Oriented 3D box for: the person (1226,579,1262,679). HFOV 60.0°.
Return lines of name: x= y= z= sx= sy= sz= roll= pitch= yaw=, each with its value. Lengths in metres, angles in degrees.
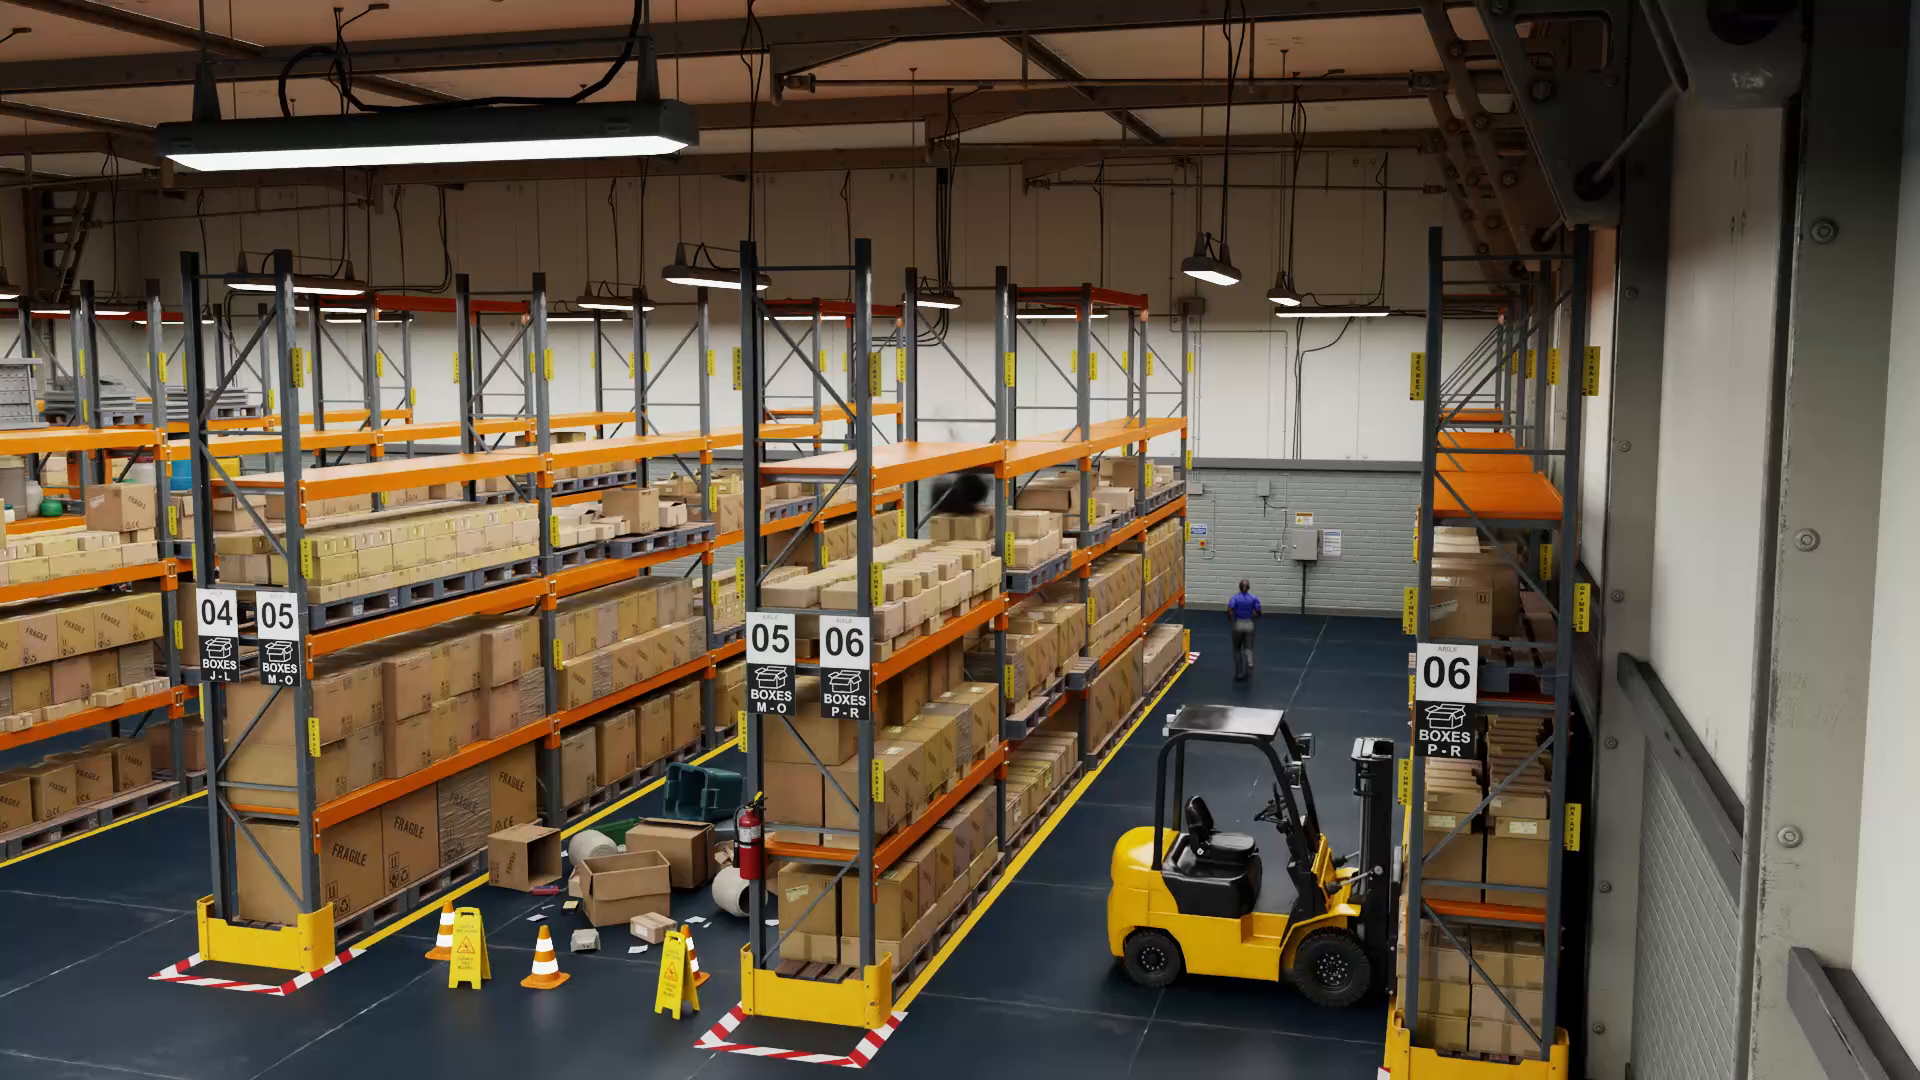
person: x=4.464 y=1.435 z=26.189 sx=0.579 sy=1.659 sz=0.859 roll=0 pitch=6 yaw=2
